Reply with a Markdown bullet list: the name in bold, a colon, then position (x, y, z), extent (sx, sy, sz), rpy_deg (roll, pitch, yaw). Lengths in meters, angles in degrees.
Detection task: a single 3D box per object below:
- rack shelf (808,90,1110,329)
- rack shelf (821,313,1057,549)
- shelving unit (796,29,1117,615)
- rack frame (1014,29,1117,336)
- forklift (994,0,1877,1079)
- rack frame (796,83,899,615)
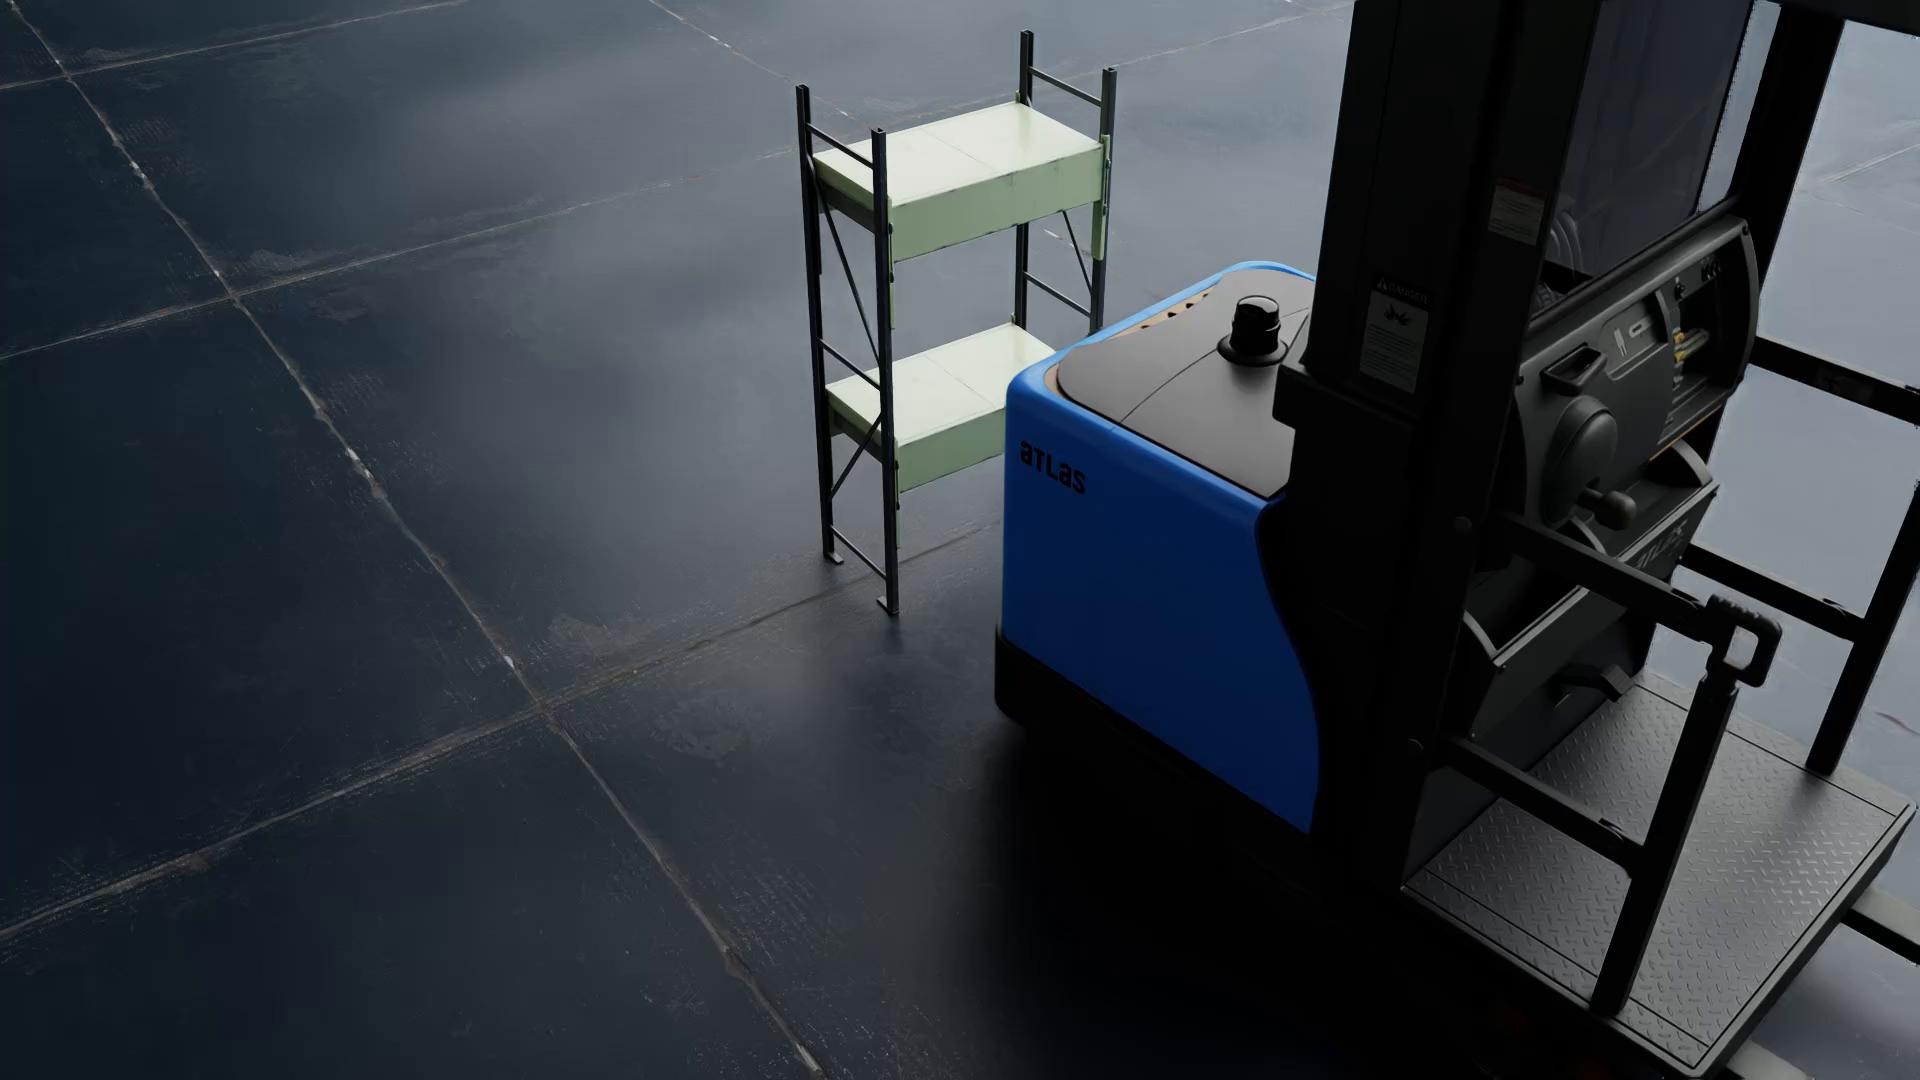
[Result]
- **rack shelf**: position (-0.005, -0.923, 4.581), extent (0.720, 0.370, 0.431), rpy_deg (-22, 41, -28)
- **rack shelf**: position (-0.005, -0.342, 4.999), extent (0.720, 0.370, 0.431), rpy_deg (-22, 41, -28)
- **shelving unit**: position (-0.005, -0.607, 4.809), extent (0.755, 1.500, 0.431), rpy_deg (-22, 41, -28)
- **rack frame**: position (0.294, -0.730, 4.980), extent (0.023, 1.500, 0.400), rpy_deg (-22, 41, -28)
- **forklift**: position (1.476, -0.279, 3.128), extent (1.130, 2.935, 3.031), rpy_deg (-29, 45, -34)
- **rack frame**: position (-0.305, -0.484, 4.638), extent (0.023, 1.500, 0.400), rpy_deg (-22, 41, -28)
